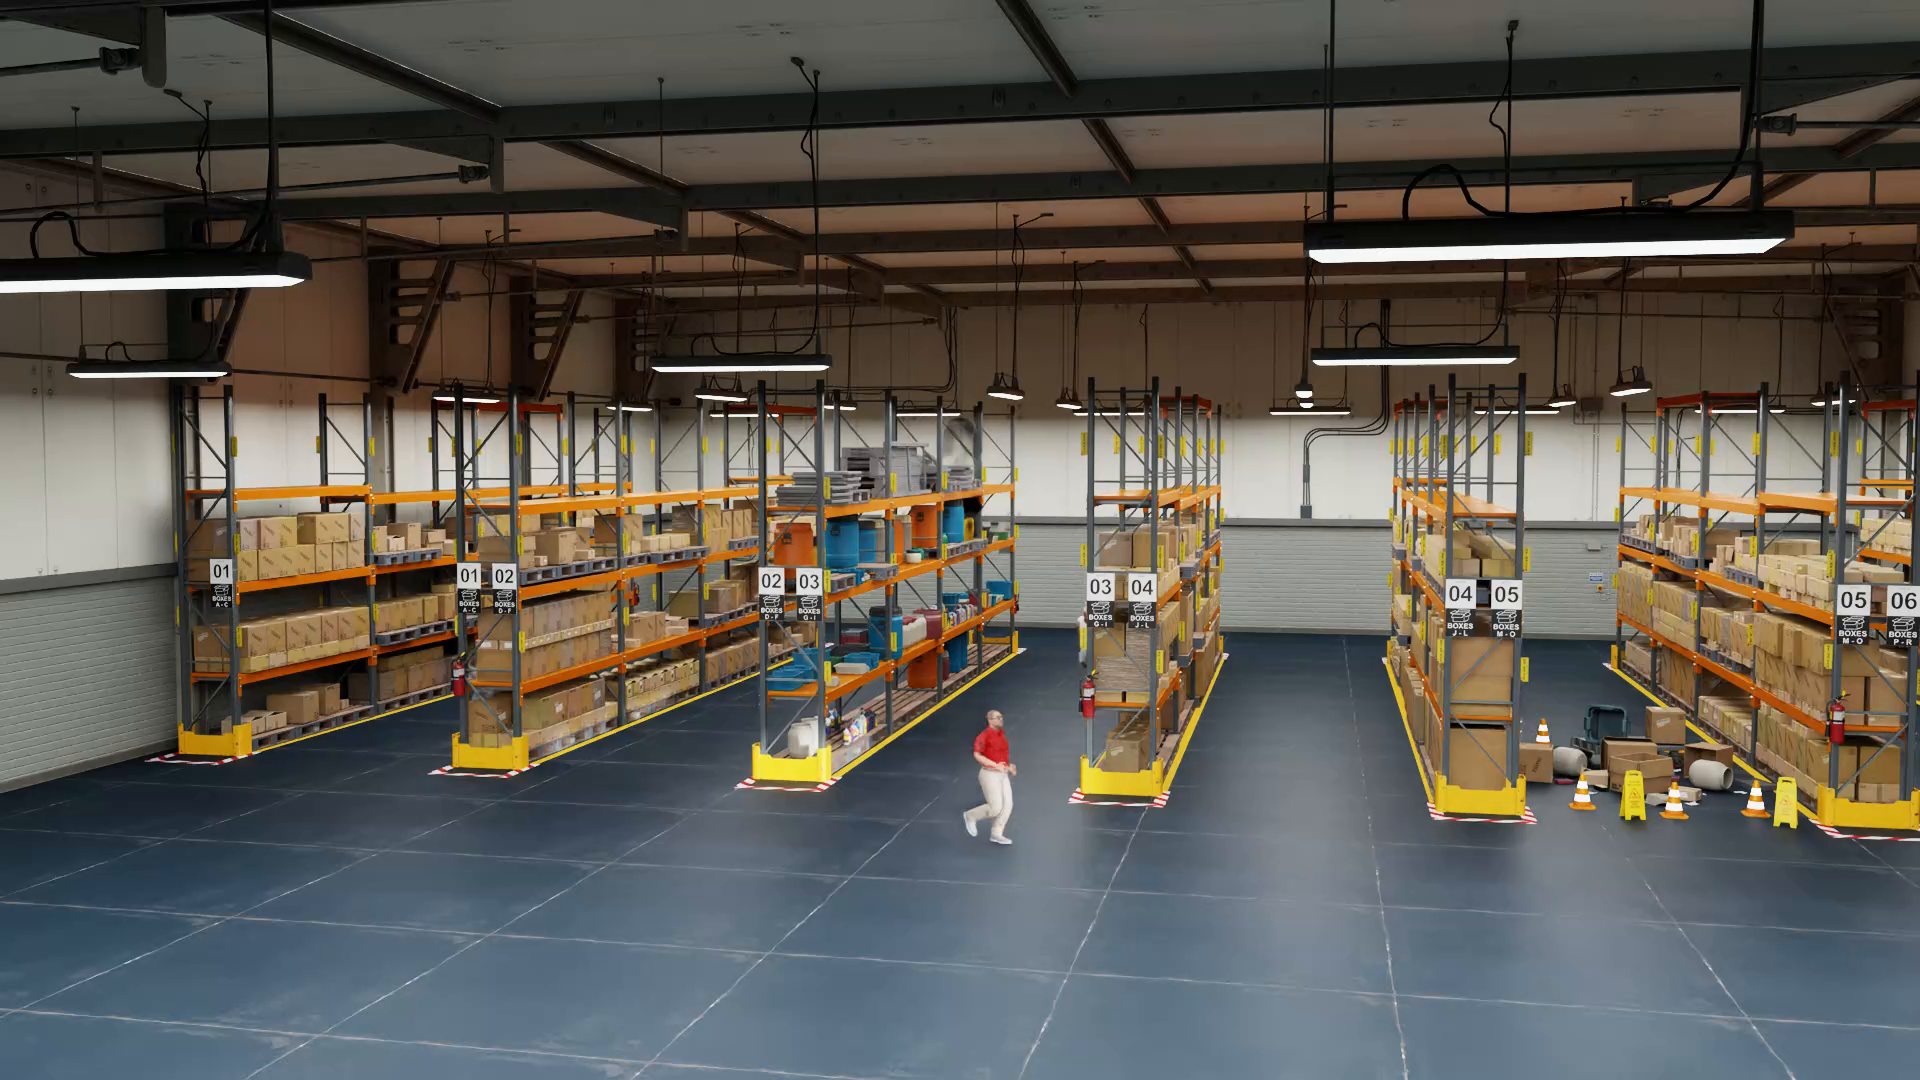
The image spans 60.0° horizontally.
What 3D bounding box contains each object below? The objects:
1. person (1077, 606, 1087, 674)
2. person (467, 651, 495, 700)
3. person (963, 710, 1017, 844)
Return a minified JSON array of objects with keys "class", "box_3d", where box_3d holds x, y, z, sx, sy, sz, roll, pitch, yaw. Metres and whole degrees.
[{"class":"person","box_3d":[2.692,2.196,34.706,0.663,1.695,0.692,1,3,21]},{"class":"person","box_3d":[-8.283,2.642,29.062,0.626,1.507,0.939,1,3,17]},{"class":"person","box_3d":[0.400,2.981,21.022,0.679,1.683,0.658,2,4,32]}]
